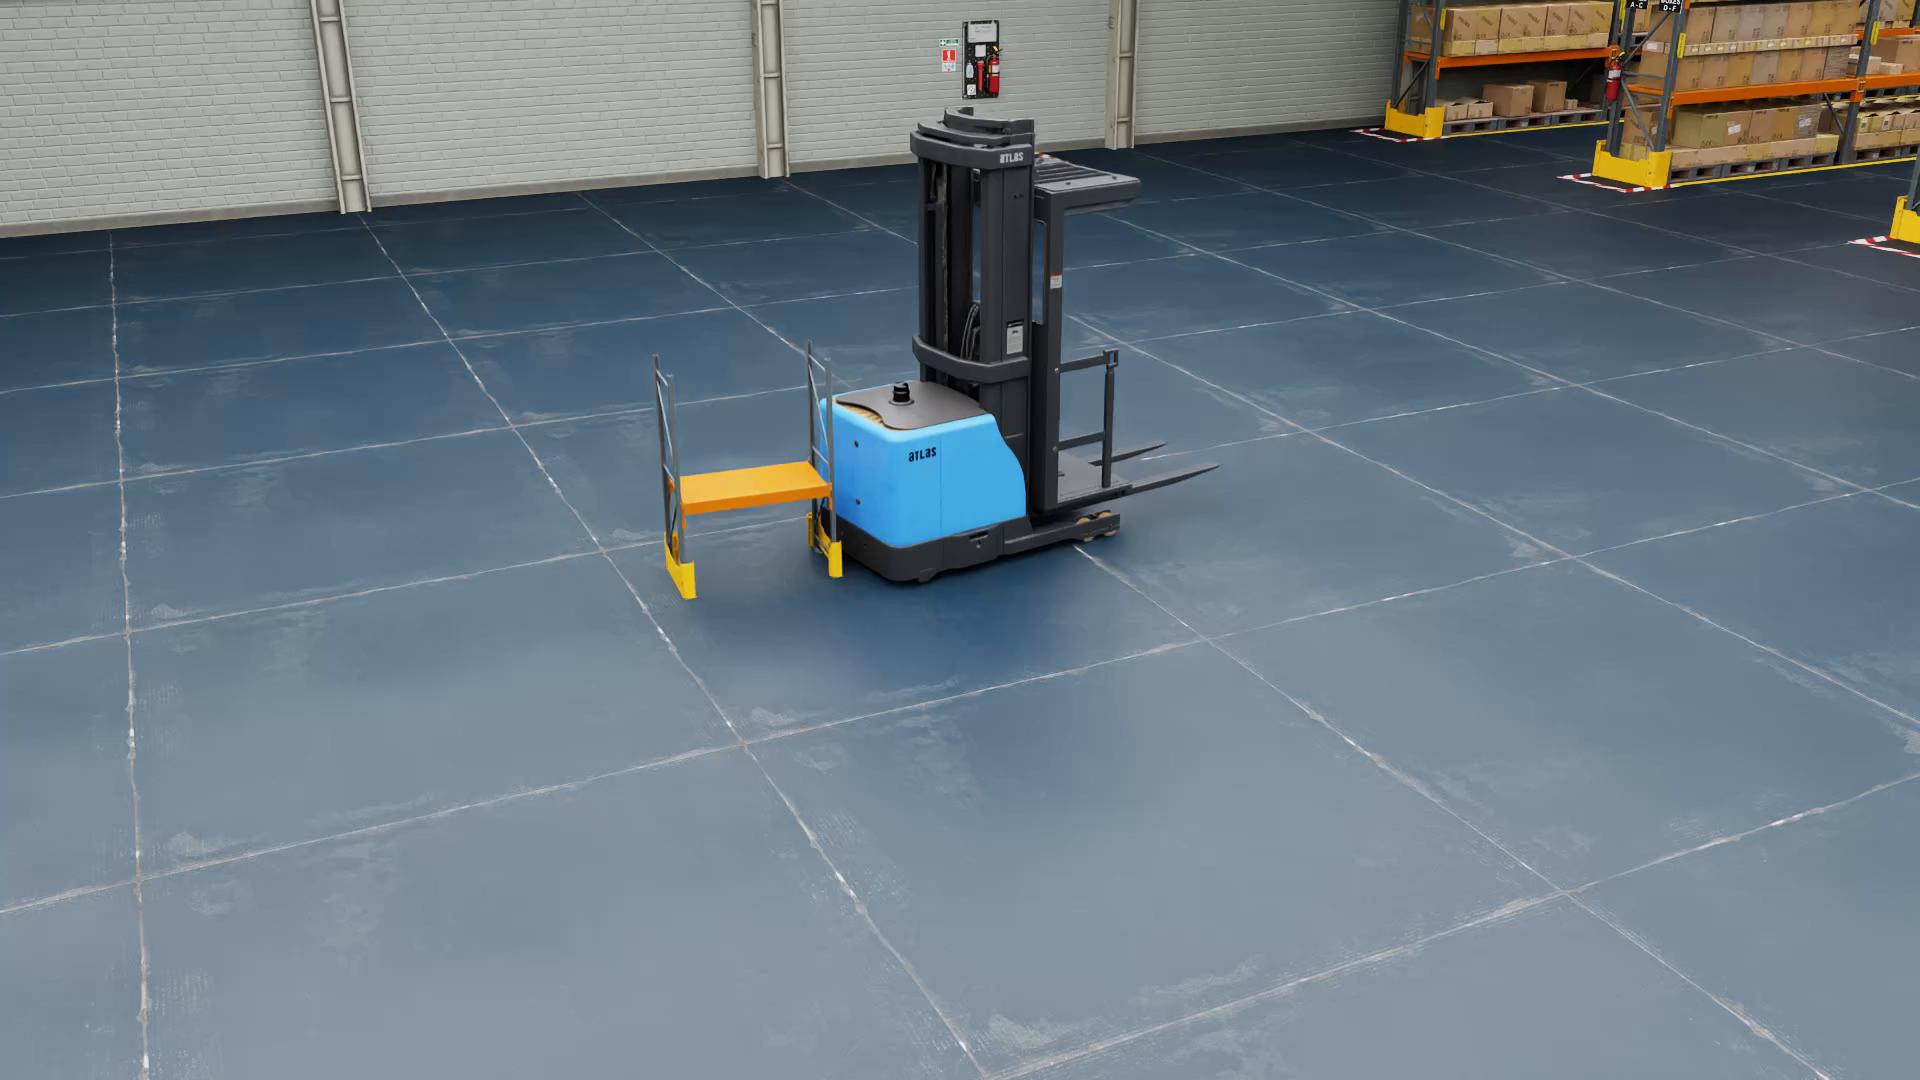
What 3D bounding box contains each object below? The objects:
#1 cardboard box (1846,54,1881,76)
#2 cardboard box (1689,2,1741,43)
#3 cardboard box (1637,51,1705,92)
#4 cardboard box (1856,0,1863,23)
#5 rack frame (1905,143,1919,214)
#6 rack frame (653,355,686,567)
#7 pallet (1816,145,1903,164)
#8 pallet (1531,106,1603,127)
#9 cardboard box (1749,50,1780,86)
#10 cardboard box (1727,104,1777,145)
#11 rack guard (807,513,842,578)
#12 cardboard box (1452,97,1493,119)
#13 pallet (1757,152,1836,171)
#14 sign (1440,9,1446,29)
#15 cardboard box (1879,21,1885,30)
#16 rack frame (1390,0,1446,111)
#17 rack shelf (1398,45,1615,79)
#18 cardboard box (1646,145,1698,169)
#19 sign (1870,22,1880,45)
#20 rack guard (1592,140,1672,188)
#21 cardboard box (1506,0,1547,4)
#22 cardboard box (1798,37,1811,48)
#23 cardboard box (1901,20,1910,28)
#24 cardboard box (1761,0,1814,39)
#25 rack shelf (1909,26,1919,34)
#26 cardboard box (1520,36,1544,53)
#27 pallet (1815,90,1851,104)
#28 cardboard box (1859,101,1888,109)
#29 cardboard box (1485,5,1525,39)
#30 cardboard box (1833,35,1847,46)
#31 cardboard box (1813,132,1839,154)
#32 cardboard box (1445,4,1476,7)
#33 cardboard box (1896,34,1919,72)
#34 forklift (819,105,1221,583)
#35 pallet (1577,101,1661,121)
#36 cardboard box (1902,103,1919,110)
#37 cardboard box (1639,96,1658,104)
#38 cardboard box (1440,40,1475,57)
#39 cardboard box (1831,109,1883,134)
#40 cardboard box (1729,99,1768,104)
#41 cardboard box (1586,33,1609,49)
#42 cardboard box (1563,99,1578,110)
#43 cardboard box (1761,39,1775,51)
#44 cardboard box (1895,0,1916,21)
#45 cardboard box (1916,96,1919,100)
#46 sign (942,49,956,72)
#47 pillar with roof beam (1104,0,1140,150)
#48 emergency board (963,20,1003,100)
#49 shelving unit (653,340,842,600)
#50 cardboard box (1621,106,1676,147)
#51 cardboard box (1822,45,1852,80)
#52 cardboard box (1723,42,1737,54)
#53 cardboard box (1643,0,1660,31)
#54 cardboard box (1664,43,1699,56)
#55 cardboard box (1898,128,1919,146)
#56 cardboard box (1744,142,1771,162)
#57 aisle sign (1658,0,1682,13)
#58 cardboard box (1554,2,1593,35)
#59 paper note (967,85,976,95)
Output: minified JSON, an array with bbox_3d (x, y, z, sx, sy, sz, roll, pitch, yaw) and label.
[{"bbox_3d":[13.946,-7.407,25.918,0.500,0.250,0.500,-9,24,-20],"label":"cardboard box"},{"bbox_3d":[10.863,-7.532,24.198,0.500,0.500,0.700,-11,25,-25],"label":"cardboard box"},{"bbox_3d":[10.343,-6.835,24.210,0.500,0.500,0.700,-10,25,-24],"label":"cardboard box"},{"bbox_3d":[16.912,-10.189,31.898,0.500,0.500,0.500,-10,24,-22],"label":"cardboard box"},{"bbox_3d":[12.062,-5.008,19.927,0.127,3.000,1.000,-10,25,-24],"label":"rack frame"},{"bbox_3d":[-1.875,-0.409,10.776,0.032,1.500,0.500,-8,24,-19],"label":"rack frame"},{"bbox_3d":[14.168,-6.227,26.516,1.213,0.211,1.003,-10,25,-24],"label":"pallet"},{"bbox_3d":[10.780,-7.674,30.013,1.213,0.211,1.003,-10,25,-24],"label":"pallet"},{"bbox_3d":[11.737,-7.093,24.832,0.500,0.500,0.700,-10,24,-22],"label":"cardboard box"},{"bbox_3d":[11.850,-6.246,24.983,0.500,0.500,0.500,-10,25,-24],"label":"cardboard box"},{"bbox_3d":[-0.925,0.032,11.347,0.087,0.250,0.587,-8,24,-19],"label":"rack guard"},{"bbox_3d":[8.942,-7.562,29.036,0.500,0.311,0.500,-8,24,-19],"label":"cardboard box"},{"bbox_3d":[12.787,-5.974,25.905,1.213,0.211,1.003,-10,25,-24],"label":"pallet"},{"bbox_3d":[8.001,-8.635,27.558,0.005,0.325,0.100,-10,25,-24],"label":"sign"},{"bbox_3d":[17.714,-10.011,32.315,0.250,0.149,0.380,-10,25,-24],"label":"cardboard box"},{"bbox_3d":[7.765,-8.422,28.175,0.127,3.000,1.000,-10,25,-24],"label":"rack frame"},{"bbox_3d":[9.568,-8.422,29.114,4.000,0.370,1.077,-10,25,-24],"label":"rack shelf"},{"bbox_3d":[10.497,-5.652,24.528,0.500,0.250,0.500,-10,25,-24],"label":"cardboard box"},{"bbox_3d":[13.764,-7.625,25.013,0.005,0.325,0.100,-10,25,-24],"label":"sign"},{"bbox_3d":[9.896,-5.557,24.521,0.348,0.500,1.175,-10,25,-24],"label":"rack guard"},{"bbox_3d":[9.936,-9.201,29.246,0.500,0.500,0.500,-10,24,-22],"label":"cardboard box"},{"bbox_3d":[12.452,-7.438,24.819,0.250,0.149,0.380,-11,25,-24],"label":"cardboard box"},{"bbox_3d":[18.396,-10.152,32.657,0.250,0.149,0.380,-10,25,-23],"label":"cardboard box"},{"bbox_3d":[12.218,-7.782,24.801,0.500,0.500,0.700,-10,25,-24],"label":"cardboard box"},{"bbox_3d":[20.380,-10.412,33.923,4.000,0.370,1.077,-10,25,-24],"label":"rack shelf"},{"bbox_3d":[9.723,-8.590,28.751,0.500,0.250,0.500,-10,25,-23],"label":"cardboard box"},{"bbox_3d":[16.815,-8.767,32.653,1.213,0.211,1.003,-10,25,-24],"label":"pallet"},{"bbox_3d":[14.679,-6.898,26.806,0.500,0.311,0.500,-11,25,-24],"label":"cardboard box"},{"bbox_3d":[9.244,-8.847,28.389,0.500,0.500,0.500,-11,25,-25],"label":"cardboard box"},{"bbox_3d":[13.146,-7.566,25.127,0.250,0.149,0.380,-11,25,-25],"label":"cardboard box"},{"bbox_3d":[13.198,-6.151,25.733,0.500,0.250,0.500,-10,25,-24],"label":"cardboard box"},{"bbox_3d":[8.556,-8.940,28.616,0.500,0.500,0.500,-10,25,-23],"label":"cardboard box"},{"bbox_3d":[15.147,-7.718,26.342,0.500,0.500,0.500,-10,25,-24],"label":"cardboard box"},{"bbox_3d":[0.530,-1.493,11.525,3.031,2.935,1.130,-15,27,-31],"label":"forklift"},{"bbox_3d":[12.071,-7.927,30.625,1.213,0.211,1.003,-10,25,-24],"label":"pallet"},{"bbox_3d":[15.387,-6.800,26.569,0.500,0.311,0.500,-10,24,-22],"label":"cardboard box"},{"bbox_3d":[12.470,-8.365,30.730,0.500,0.500,0.700,-11,25,-25],"label":"cardboard box"},{"bbox_3d":[8.343,-8.334,28.131,0.500,0.250,0.500,-11,25,-25],"label":"cardboard box"},{"bbox_3d":[14.002,-6.545,25.952,0.500,0.311,0.500,-10,25,-23],"label":"cardboard box"},{"bbox_3d":[12.067,-6.515,25.631,0.500,0.500,0.500,-10,25,-24],"label":"cardboard box"},{"bbox_3d":[11.074,-8.843,29.361,0.500,0.250,0.500,-10,25,-23],"label":"cardboard box"},{"bbox_3d":[10.901,-7.881,29.996,0.250,0.166,0.380,-14,26,-30],"label":"cardboard box"},{"bbox_3d":[11.750,-7.307,24.502,0.250,0.149,0.380,-10,25,-23],"label":"cardboard box"},{"bbox_3d":[18.272,-10.442,32.509,0.500,0.500,0.500,-11,25,-24],"label":"cardboard box"},{"bbox_3d":[16.057,-7.150,27.414,0.500,0.311,0.500,-11,25,-25],"label":"cardboard box"},{"bbox_3d":[-0.171,-7.405,25.670,0.234,0.329,0.001,-10,25,-24],"label":"sign"},{"bbox_3d":[4.482,-9.130,22.040,0.400,9.000,9.100,-10,25,-24],"label":"pillar with roof beam"},{"bbox_3d":[0.371,-7.445,25.813,0.643,1.169,0.194,-10,25,-24],"label":"emergency board"},{"bbox_3d":[-1.391,-0.479,10.945,1.083,1.500,0.587,-8,24,-19],"label":"shelving unit"},{"bbox_3d":[10.271,-6.177,24.817,0.500,0.500,0.500,-10,25,-24],"label":"cardboard box"},{"bbox_3d":[13.124,-7.350,25.453,0.500,0.500,0.700,-11,25,-25],"label":"cardboard box"},{"bbox_3d":[11.055,-7.179,24.193,0.250,0.149,0.380,-11,25,-24],"label":"cardboard box"},{"bbox_3d":[12.350,-9.498,30.068,0.500,0.500,0.700,-8,24,-18],"label":"cardboard box"},{"bbox_3d":[10.364,-7.053,23.887,0.250,0.149,0.380,-11,25,-24],"label":"cardboard box"},{"bbox_3d":[14.919,-6.456,26.470,0.500,0.250,0.500,-11,25,-25],"label":"cardboard box"},{"bbox_3d":[11.849,-5.900,25.127,0.500,0.250,0.500,-10,25,-24],"label":"cardboard box"},{"bbox_3d":[9.991,-7.801,23.274,0.004,0.787,0.394,-10,25,-24],"label":"aisle sign"},{"bbox_3d":[10.631,-9.103,29.008,0.500,0.500,0.500,-11,25,-24],"label":"cardboard box"},{"bbox_3d":[0.182,-7.032,25.968,0.142,0.148,0.016,-10,25,-24],"label":"paper note"}]
